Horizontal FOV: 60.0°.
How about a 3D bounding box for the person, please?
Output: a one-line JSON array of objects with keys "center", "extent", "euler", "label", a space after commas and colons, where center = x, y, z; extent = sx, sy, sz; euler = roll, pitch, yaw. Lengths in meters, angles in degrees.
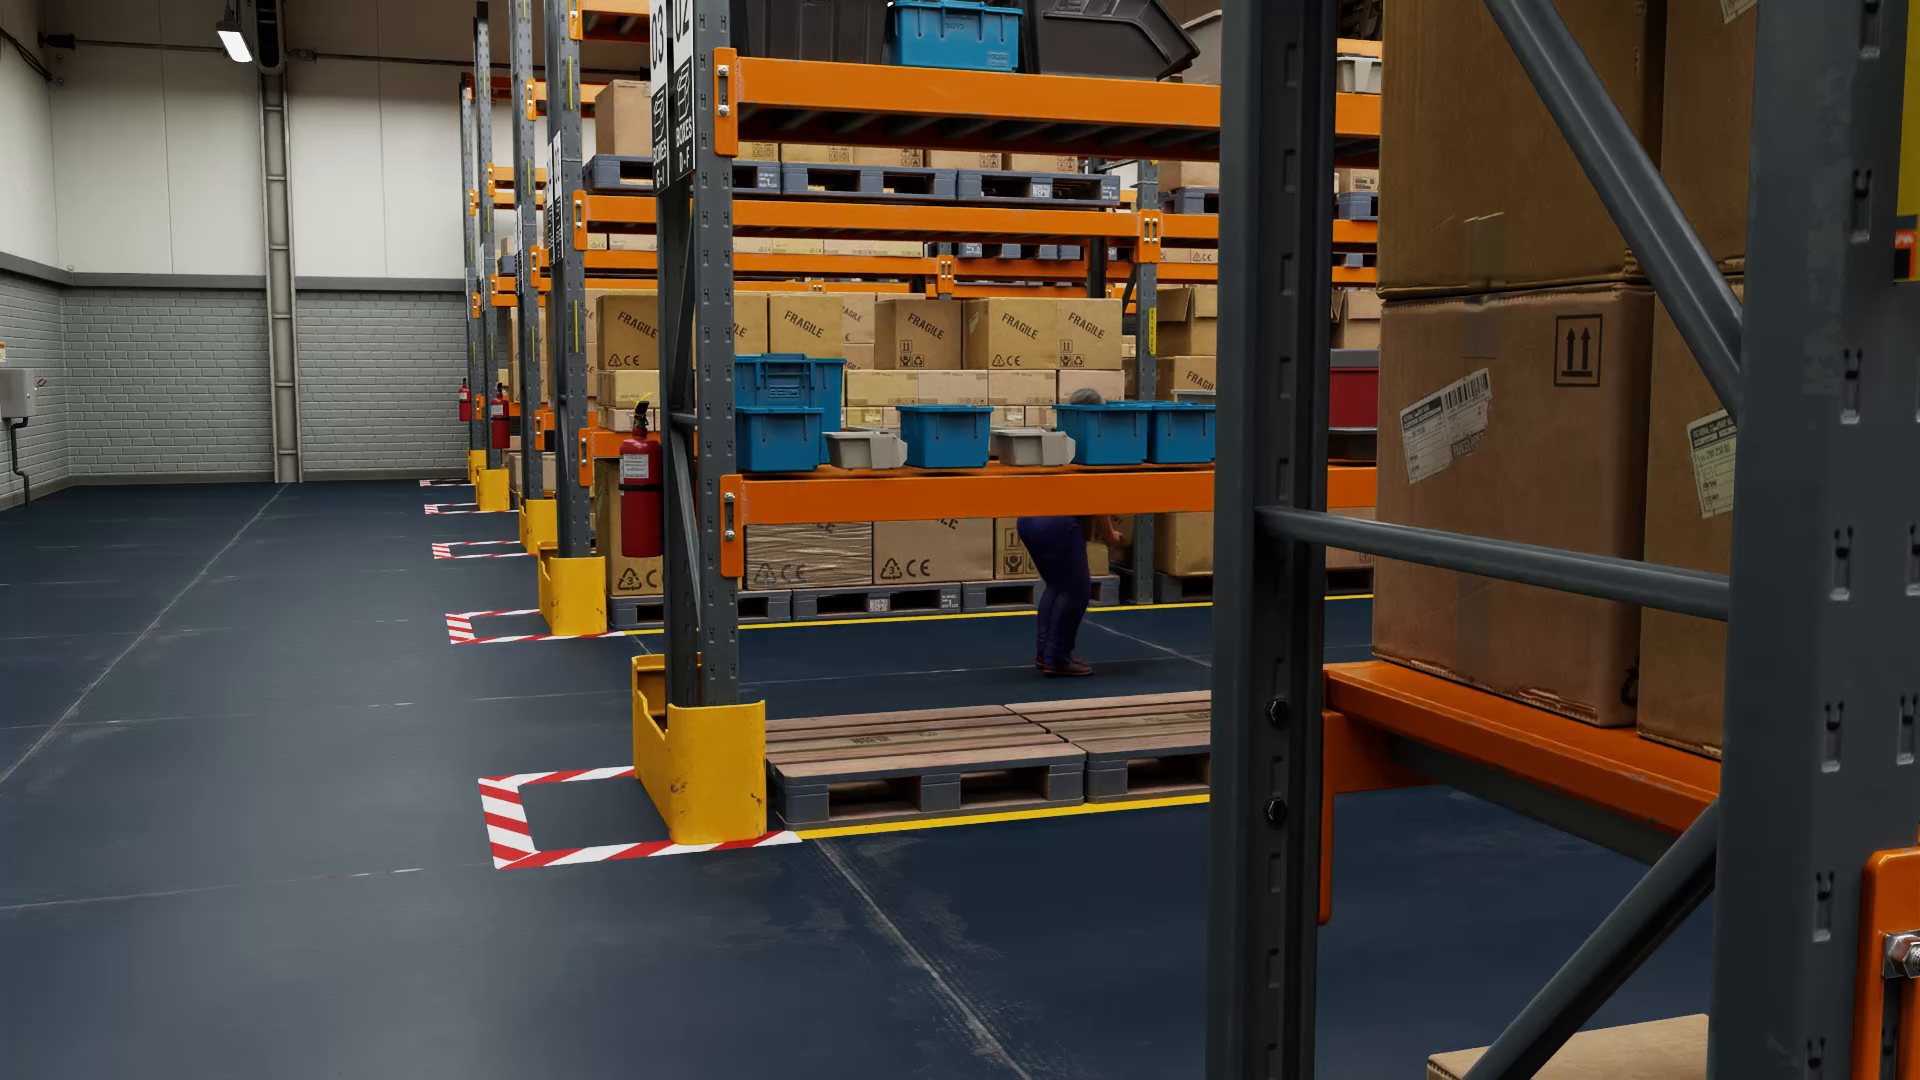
[{"center": [0.618, -0.051, 9.381], "extent": [0.571, 1.609, 0.441], "euler": [-2, 6, -20], "label": "person"}]
